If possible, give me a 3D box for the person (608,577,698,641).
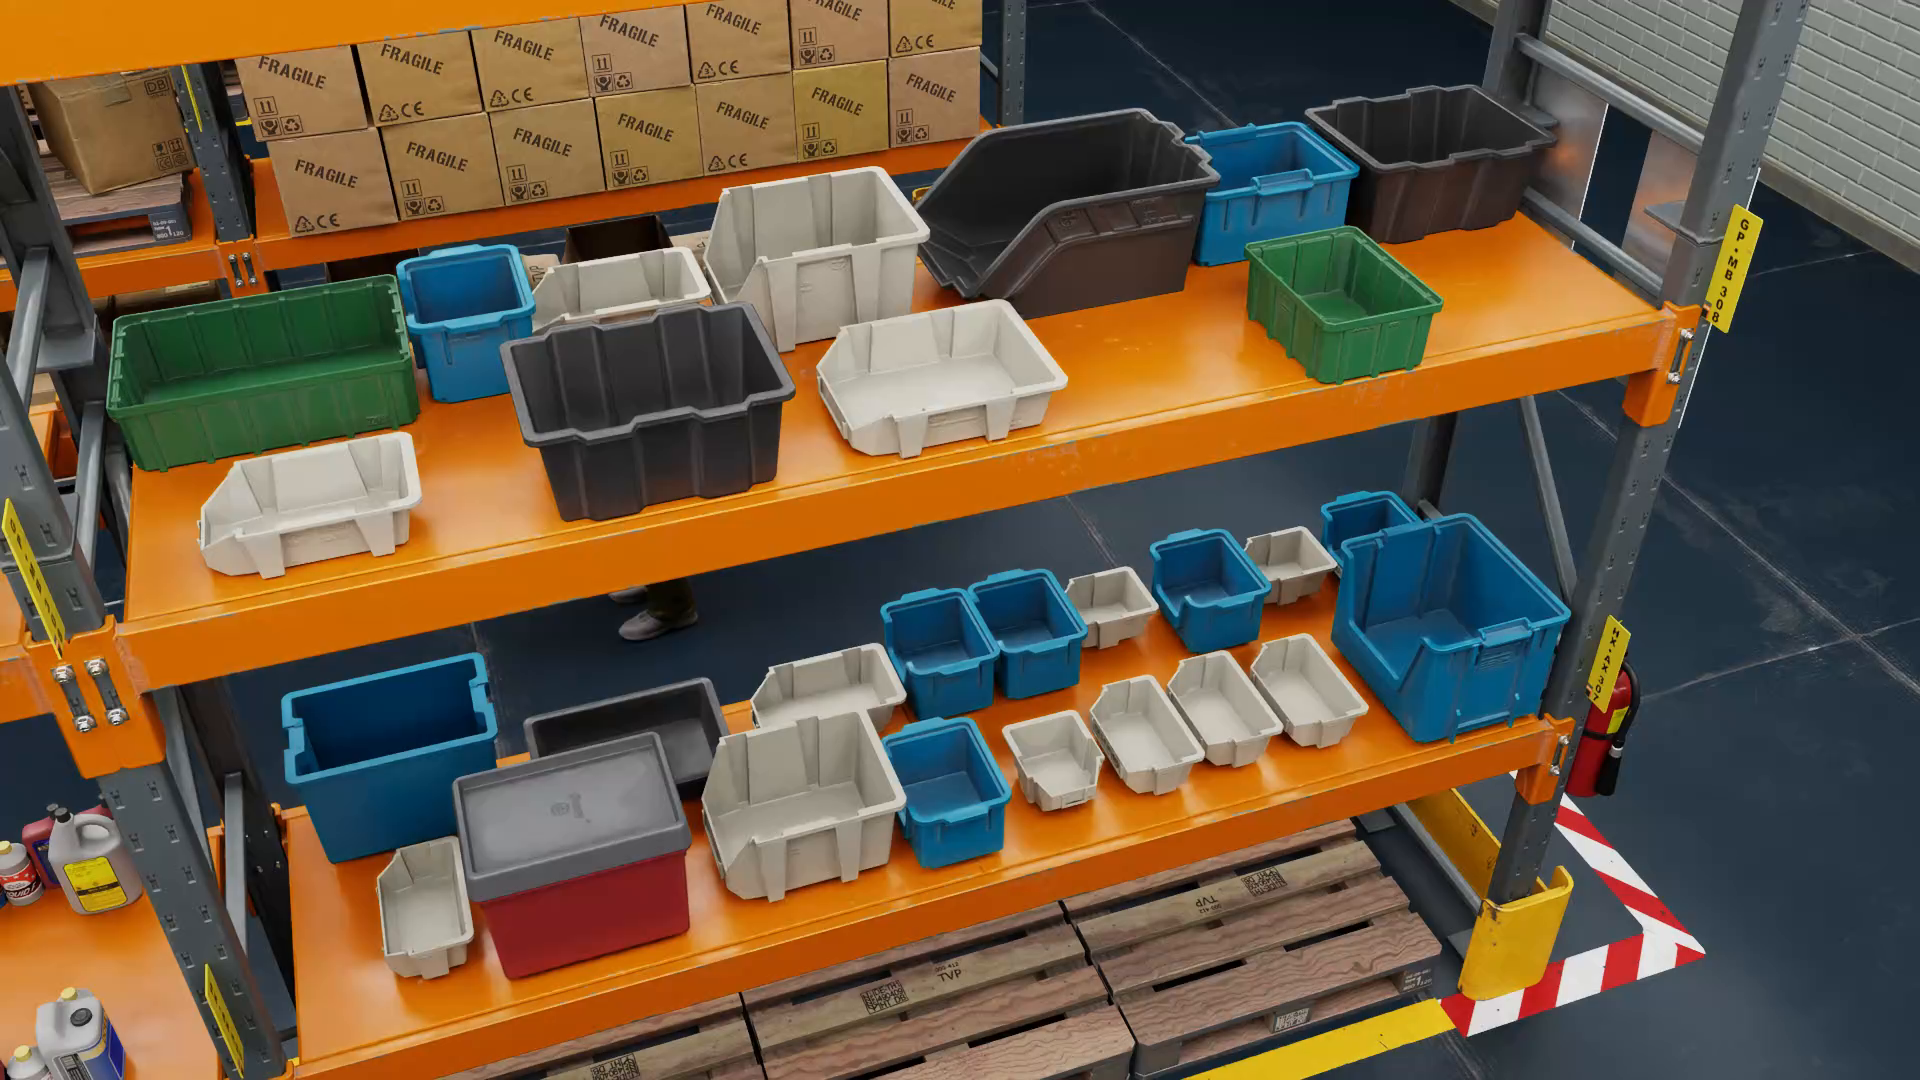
[{"bbox_3d":[-1.488,-0.354,7.259,0.541,1.779,0.542,-13,39,-16],"label":"person"}]
